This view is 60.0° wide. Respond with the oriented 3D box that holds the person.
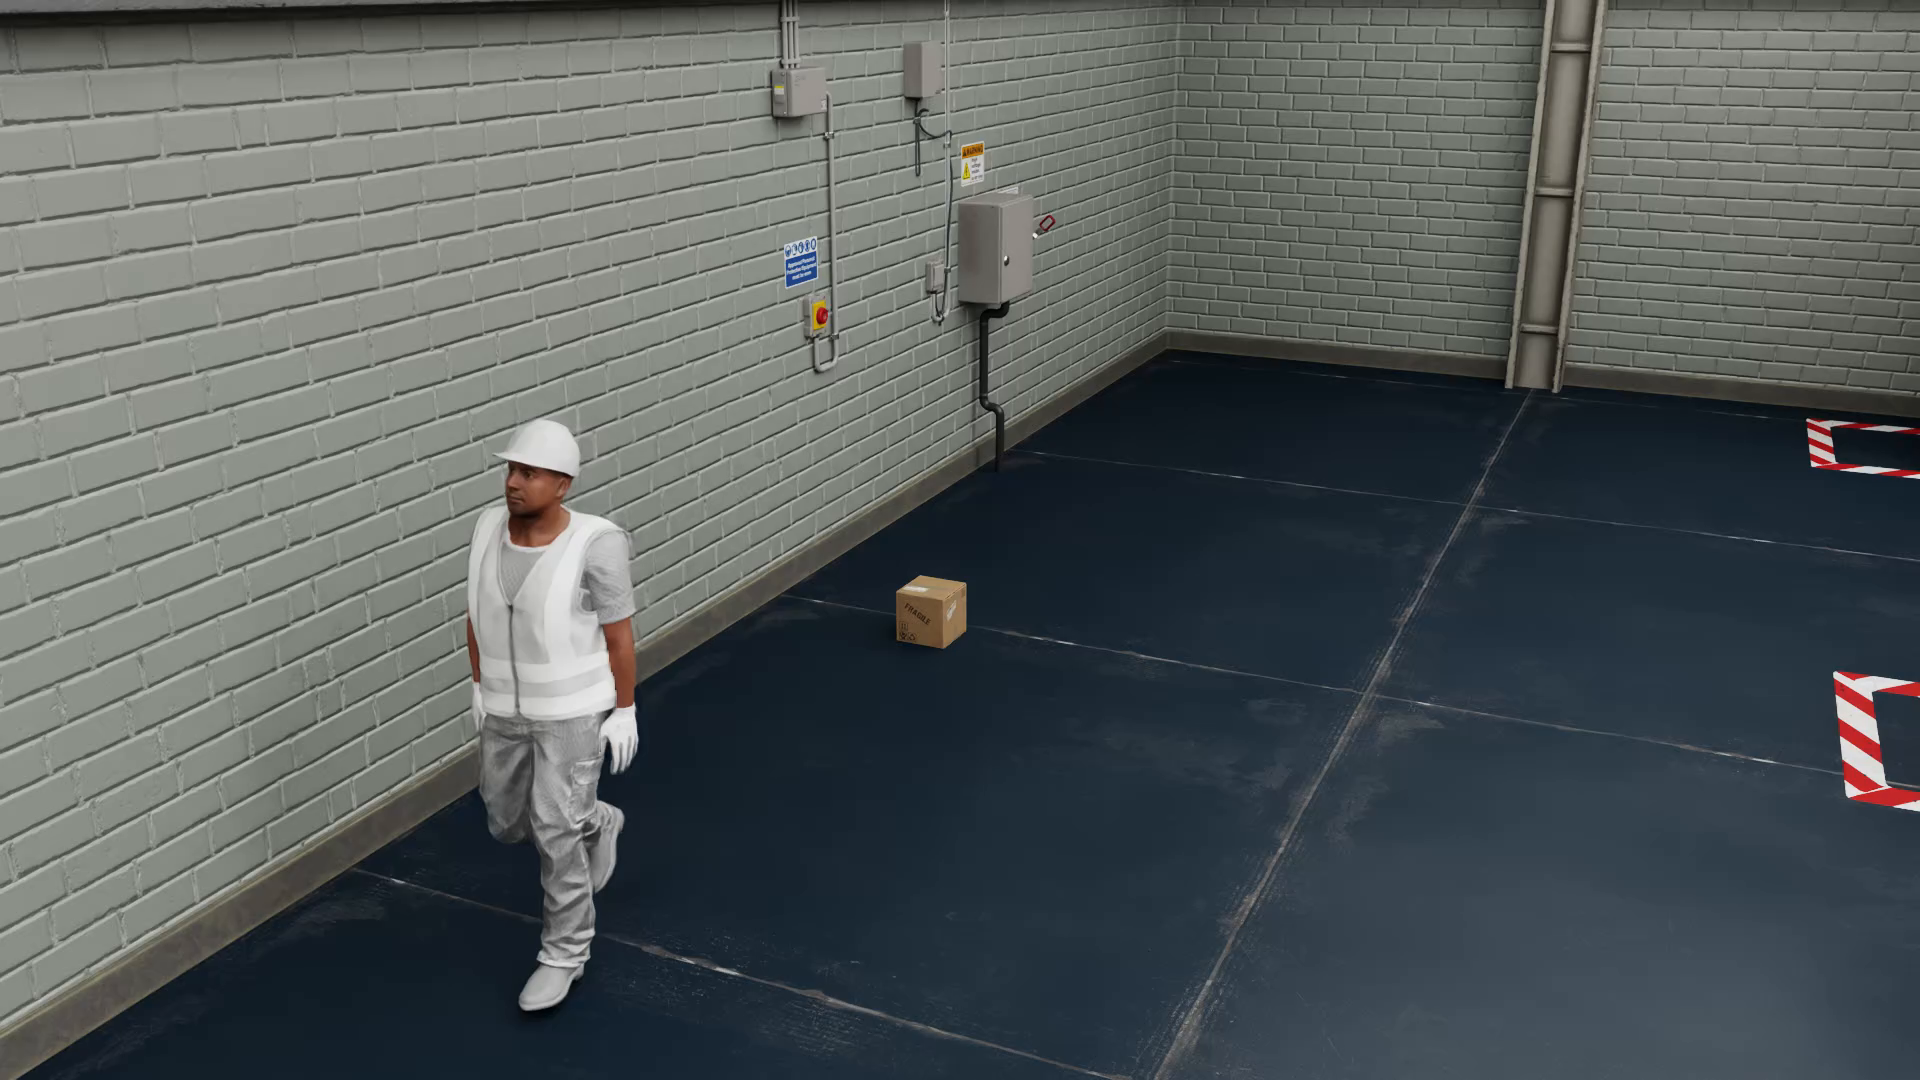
[{"bbox_3d":[-1.238,0.485,5.081,0.562,1.763,0.773,7,20,20],"label":"person"}]
